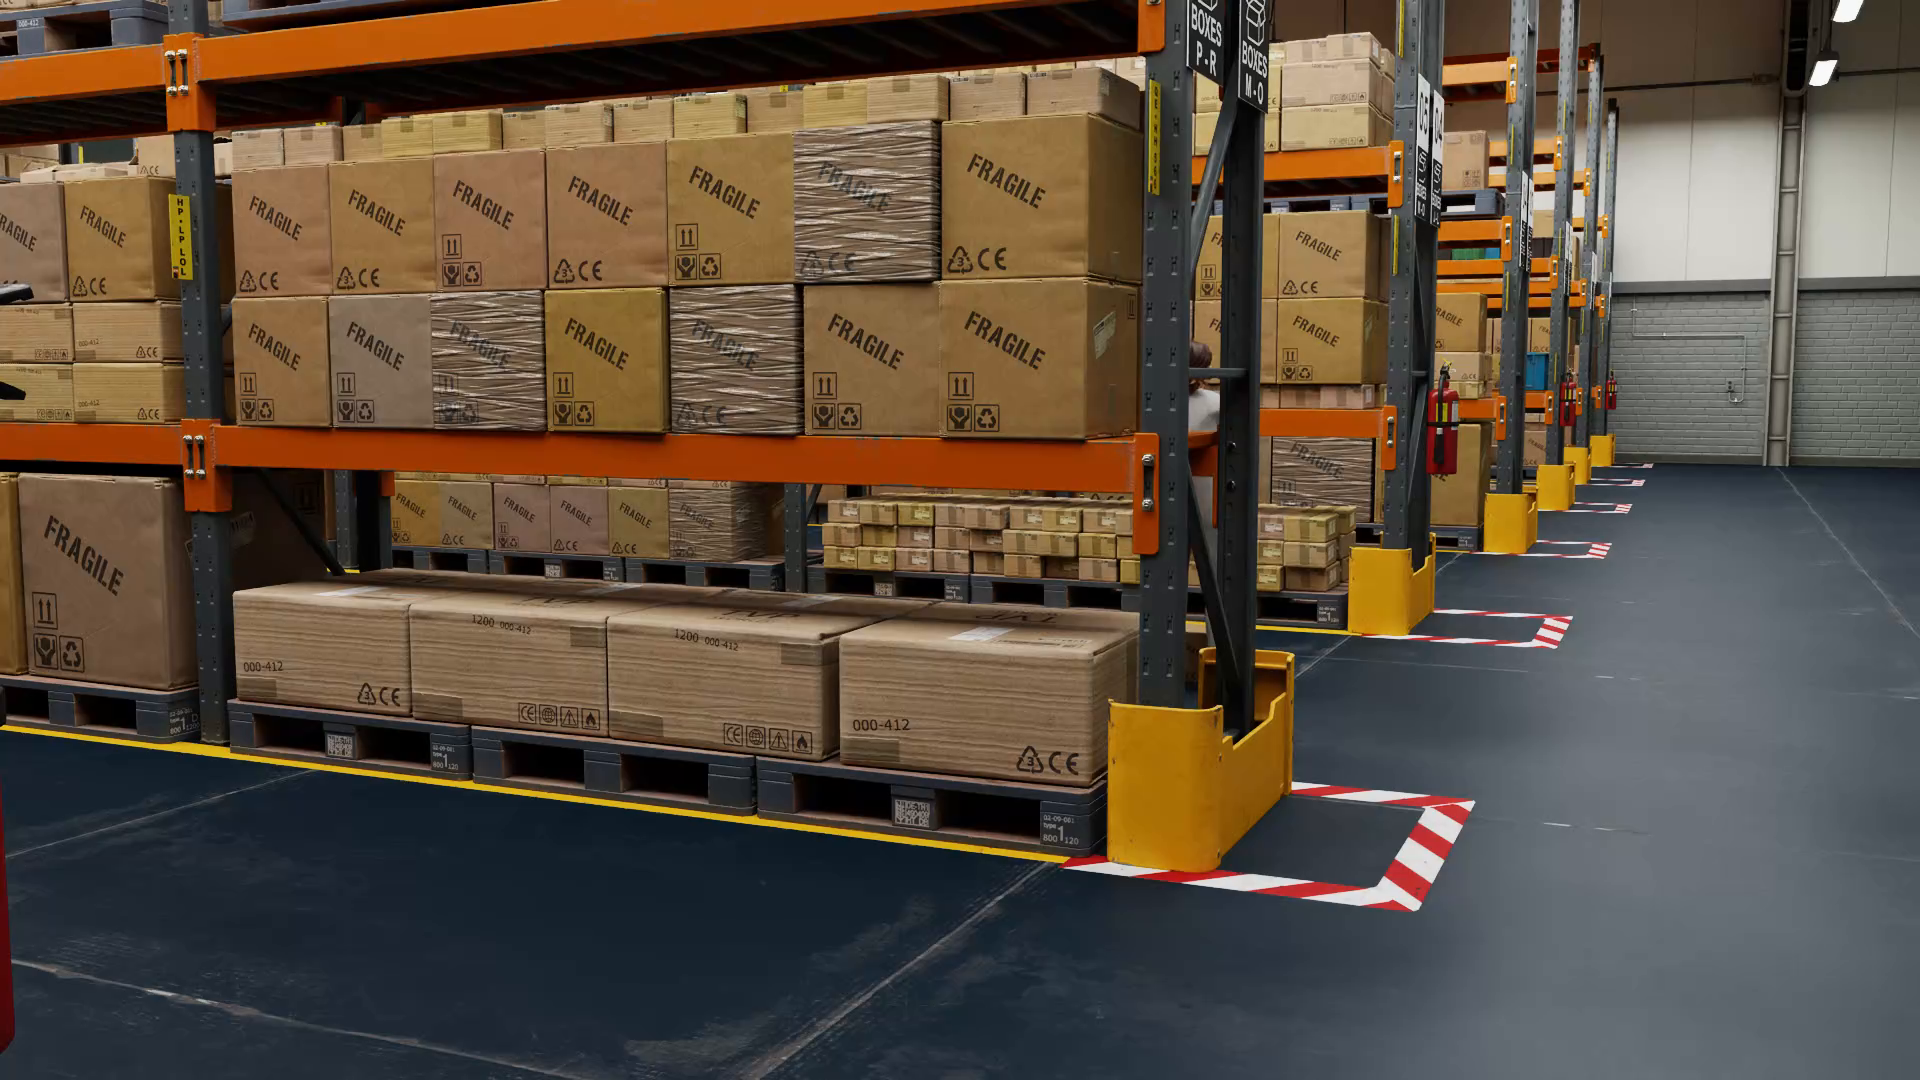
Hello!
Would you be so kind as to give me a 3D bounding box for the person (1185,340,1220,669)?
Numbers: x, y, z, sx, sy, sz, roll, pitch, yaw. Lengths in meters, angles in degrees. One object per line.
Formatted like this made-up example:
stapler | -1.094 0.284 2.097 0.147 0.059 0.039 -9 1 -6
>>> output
person | 1.124 -0.120 7.963 0.507 1.671 0.369 2 6 20
